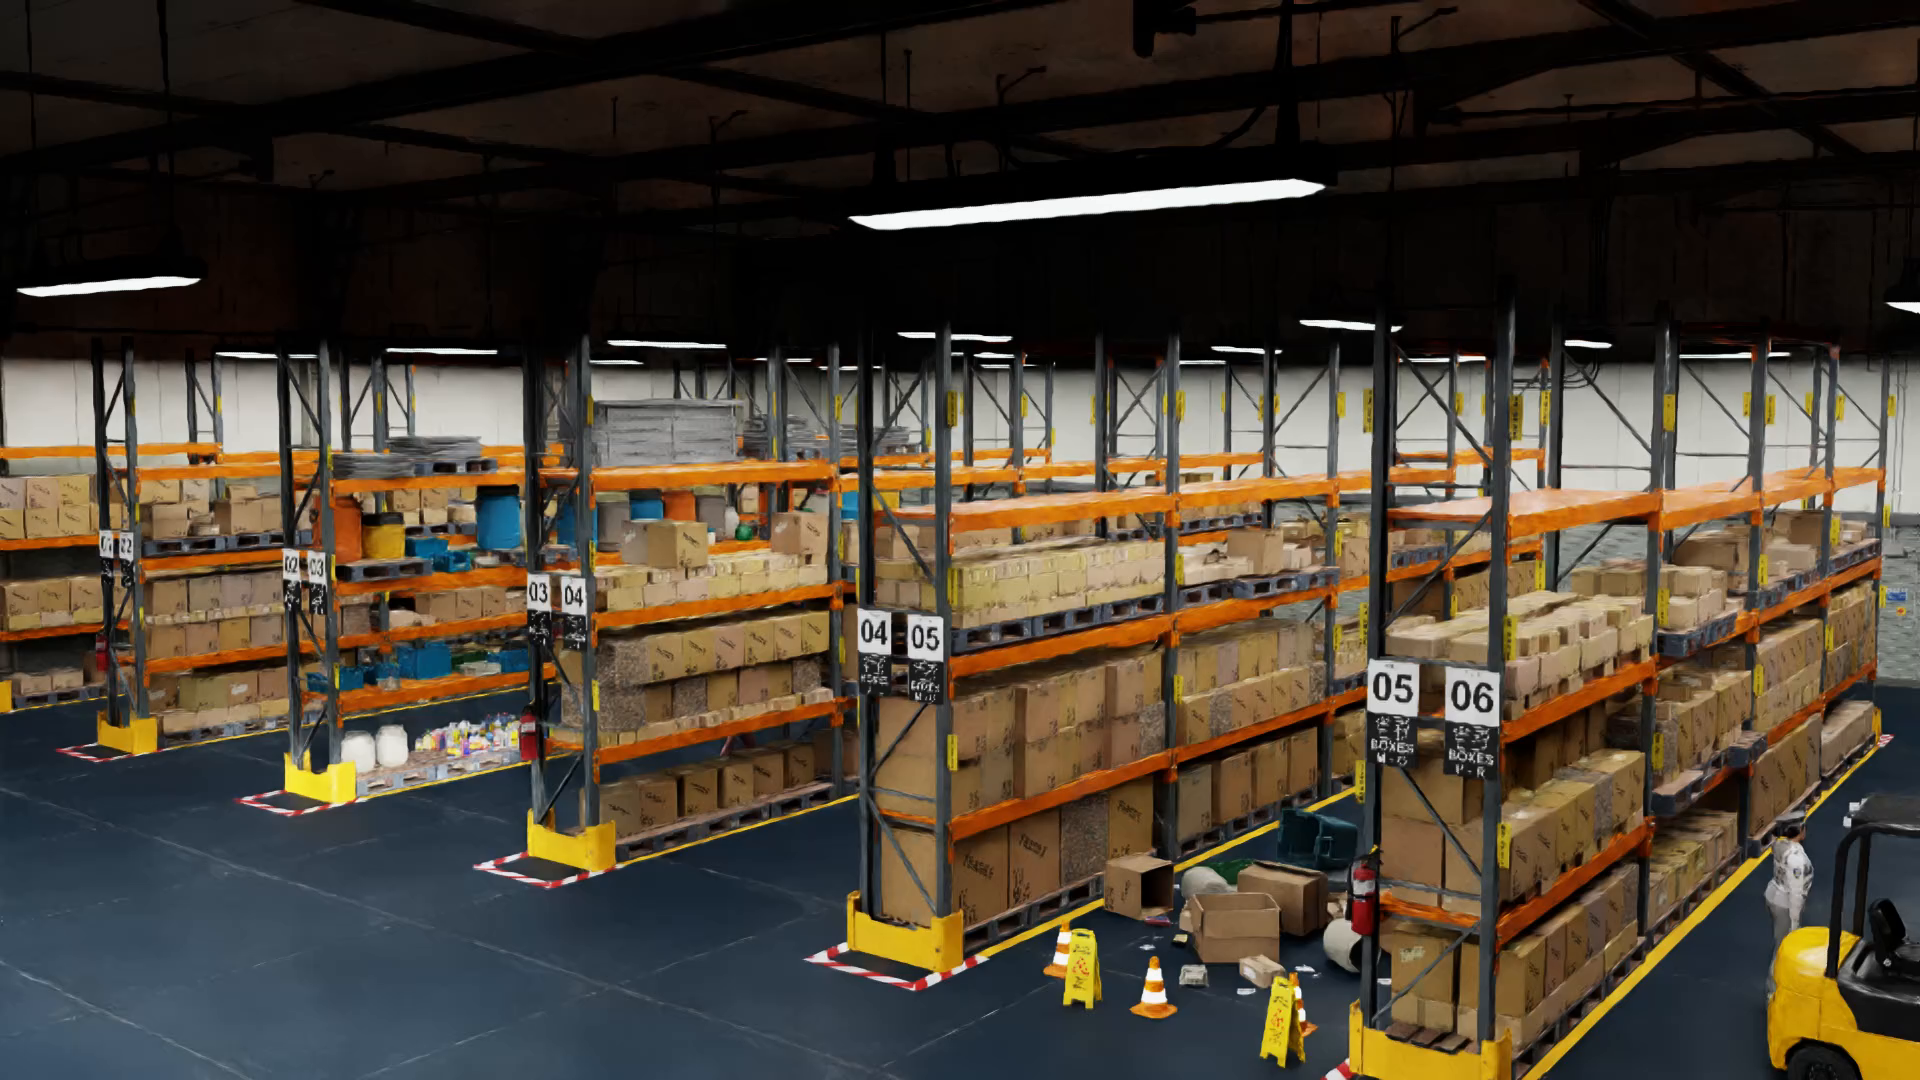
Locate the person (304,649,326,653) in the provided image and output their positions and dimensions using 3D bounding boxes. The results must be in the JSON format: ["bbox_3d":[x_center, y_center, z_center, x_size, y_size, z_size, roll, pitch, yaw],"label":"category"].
[{"bbox_3d":[-11.003,1.794,28.531,0.589,1.662,1.174,4,6,36],"label":"person"}]

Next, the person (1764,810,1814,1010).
[{"bbox_3d":[7.004,3.111,13.931,0.494,1.677,0.513,1,5,9],"label":"person"}]
